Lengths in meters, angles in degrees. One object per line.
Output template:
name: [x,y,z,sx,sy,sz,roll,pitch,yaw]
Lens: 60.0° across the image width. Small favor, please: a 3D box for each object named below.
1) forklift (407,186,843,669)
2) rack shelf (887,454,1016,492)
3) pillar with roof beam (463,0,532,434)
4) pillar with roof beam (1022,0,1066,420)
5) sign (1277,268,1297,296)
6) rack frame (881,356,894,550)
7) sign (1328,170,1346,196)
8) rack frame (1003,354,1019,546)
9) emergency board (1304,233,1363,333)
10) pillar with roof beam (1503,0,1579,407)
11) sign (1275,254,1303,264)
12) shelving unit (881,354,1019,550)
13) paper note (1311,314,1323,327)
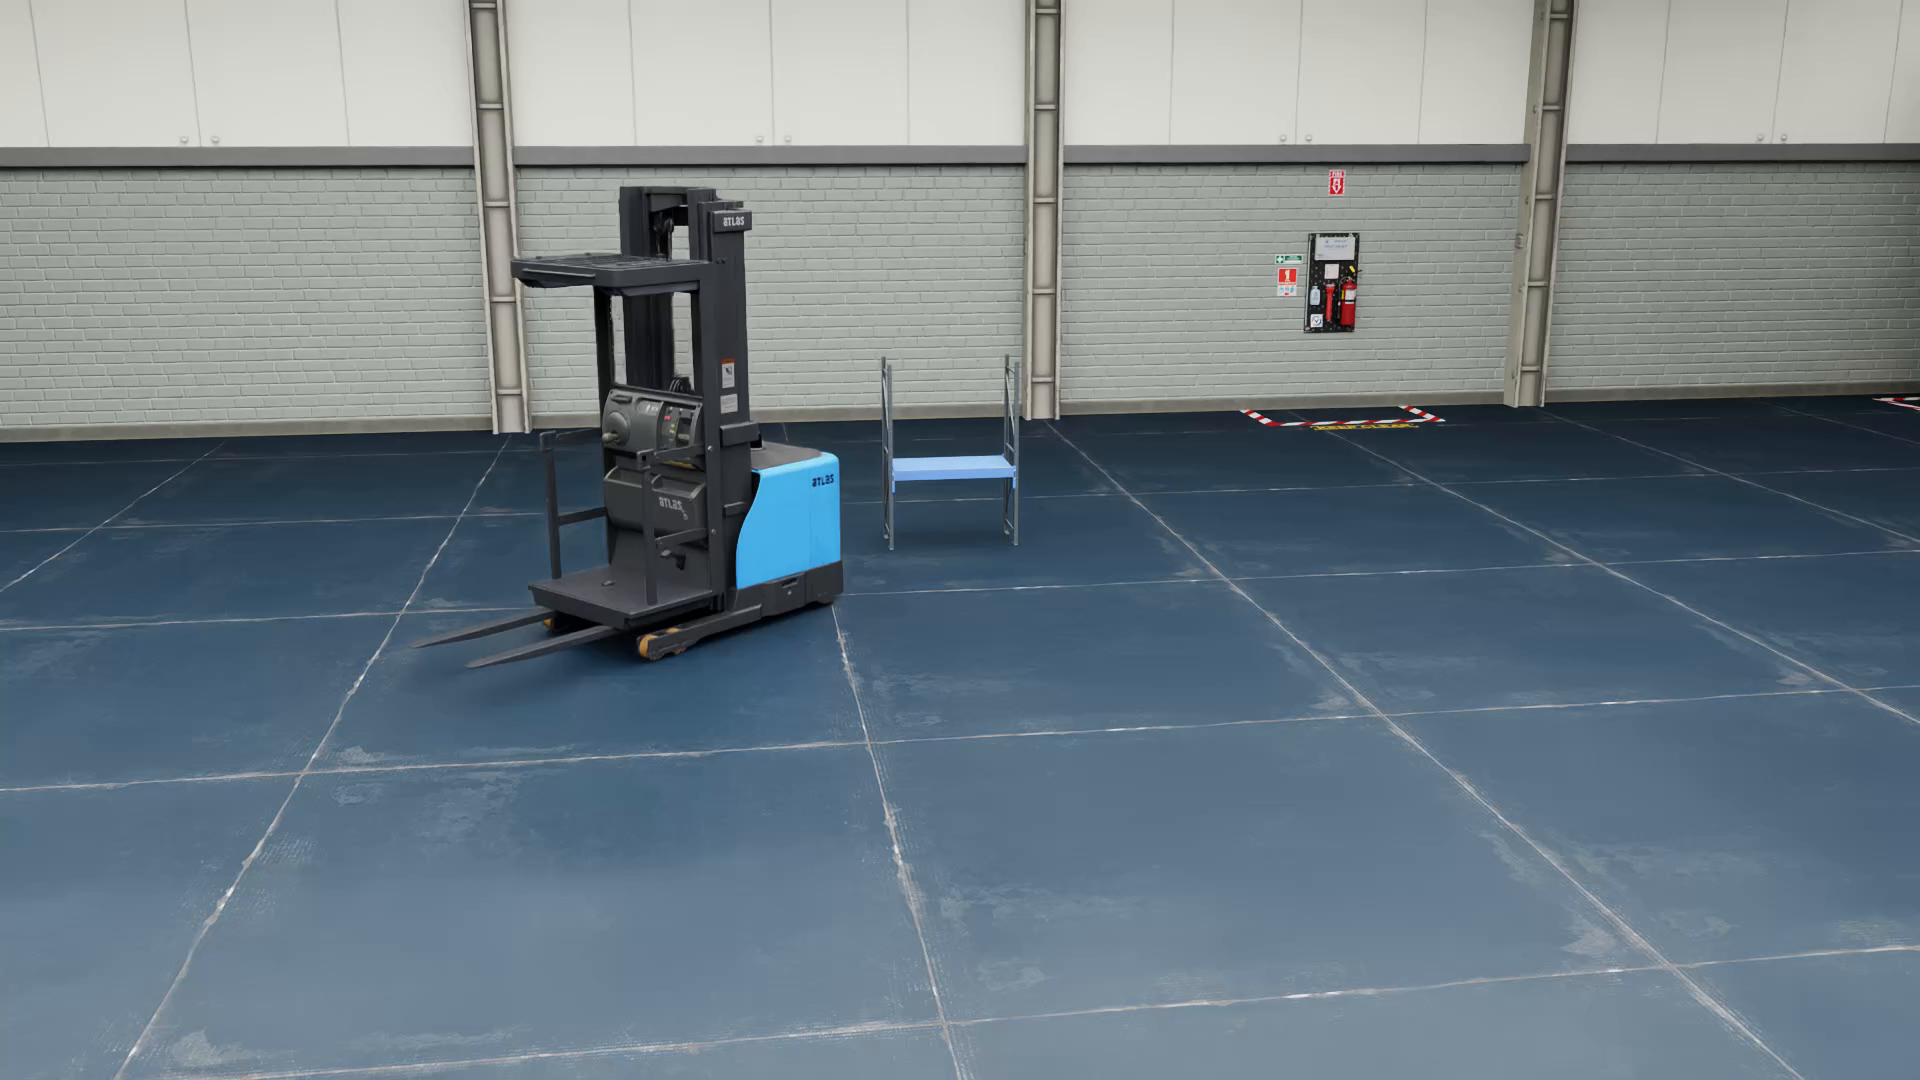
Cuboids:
forklift: [-2.170,-0.786,10.830,1.130,2.935,3.031,12,18,39]
rack shelf: [-0.084,-0.550,13.571,1.000,0.185,0.538,-2,14,-8]
pillar with roof beam: [-4.350,-4.544,13.342,0.400,9.000,9.100,-2,14,-8]
pillar with roof beam: [1.583,-4.761,14.209,0.400,9.000,9.100,-2,14,-8]
sign: [3.863,-3.046,19.629,0.234,0.329,0.001,-2,14,-8]
rack frame: [-0.587,-0.706,13.454,0.032,1.500,0.500,-2,14,-8]
sign: [4.402,-4.172,19.427,0.199,0.298,0.001,-2,14,-8]
rack frame: [0.418,-0.743,13.601,0.032,1.500,0.500,-2,14,-8]
emergency board: [4.425,-3.024,19.614,0.643,1.169,0.194,-2,14,-8]
pillar with roof beam: [7.516,-4.979,15.076,0.400,9.000,9.100,-2,14,-8]
sign: [3.869,-3.301,19.556,0.331,0.109,0.001,-2,14,-8]
shelving unit: [-0.084,-0.724,13.527,1.048,1.500,0.538,-2,14,-8]
paper note: [4.240,-2.607,19.762,0.142,0.148,0.016,-2,14,-8]
